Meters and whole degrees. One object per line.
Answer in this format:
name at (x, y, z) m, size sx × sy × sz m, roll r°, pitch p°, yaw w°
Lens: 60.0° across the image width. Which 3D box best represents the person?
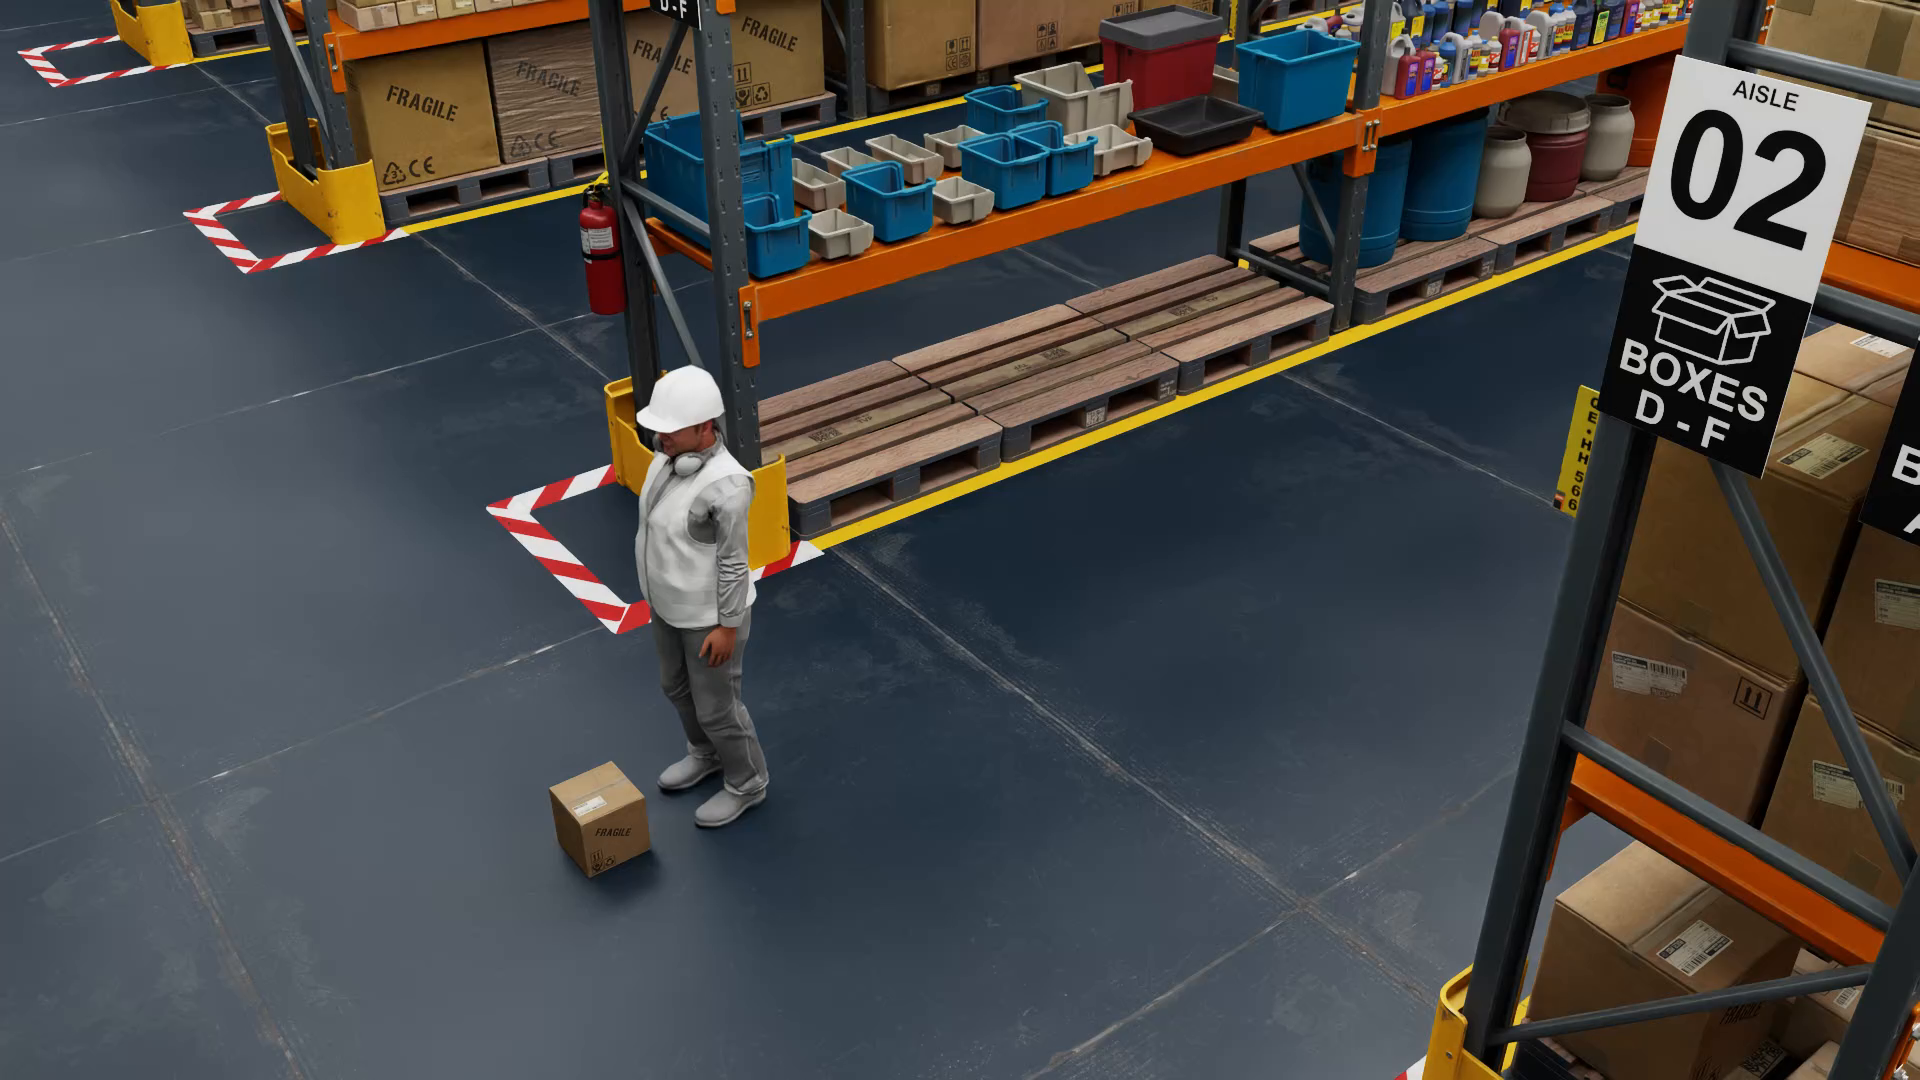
person at (-0.905, 0.209, 5.785) m, size 0.360 × 1.767 × 0.533 m, roll -21°, pitch 38°, yaw -30°
